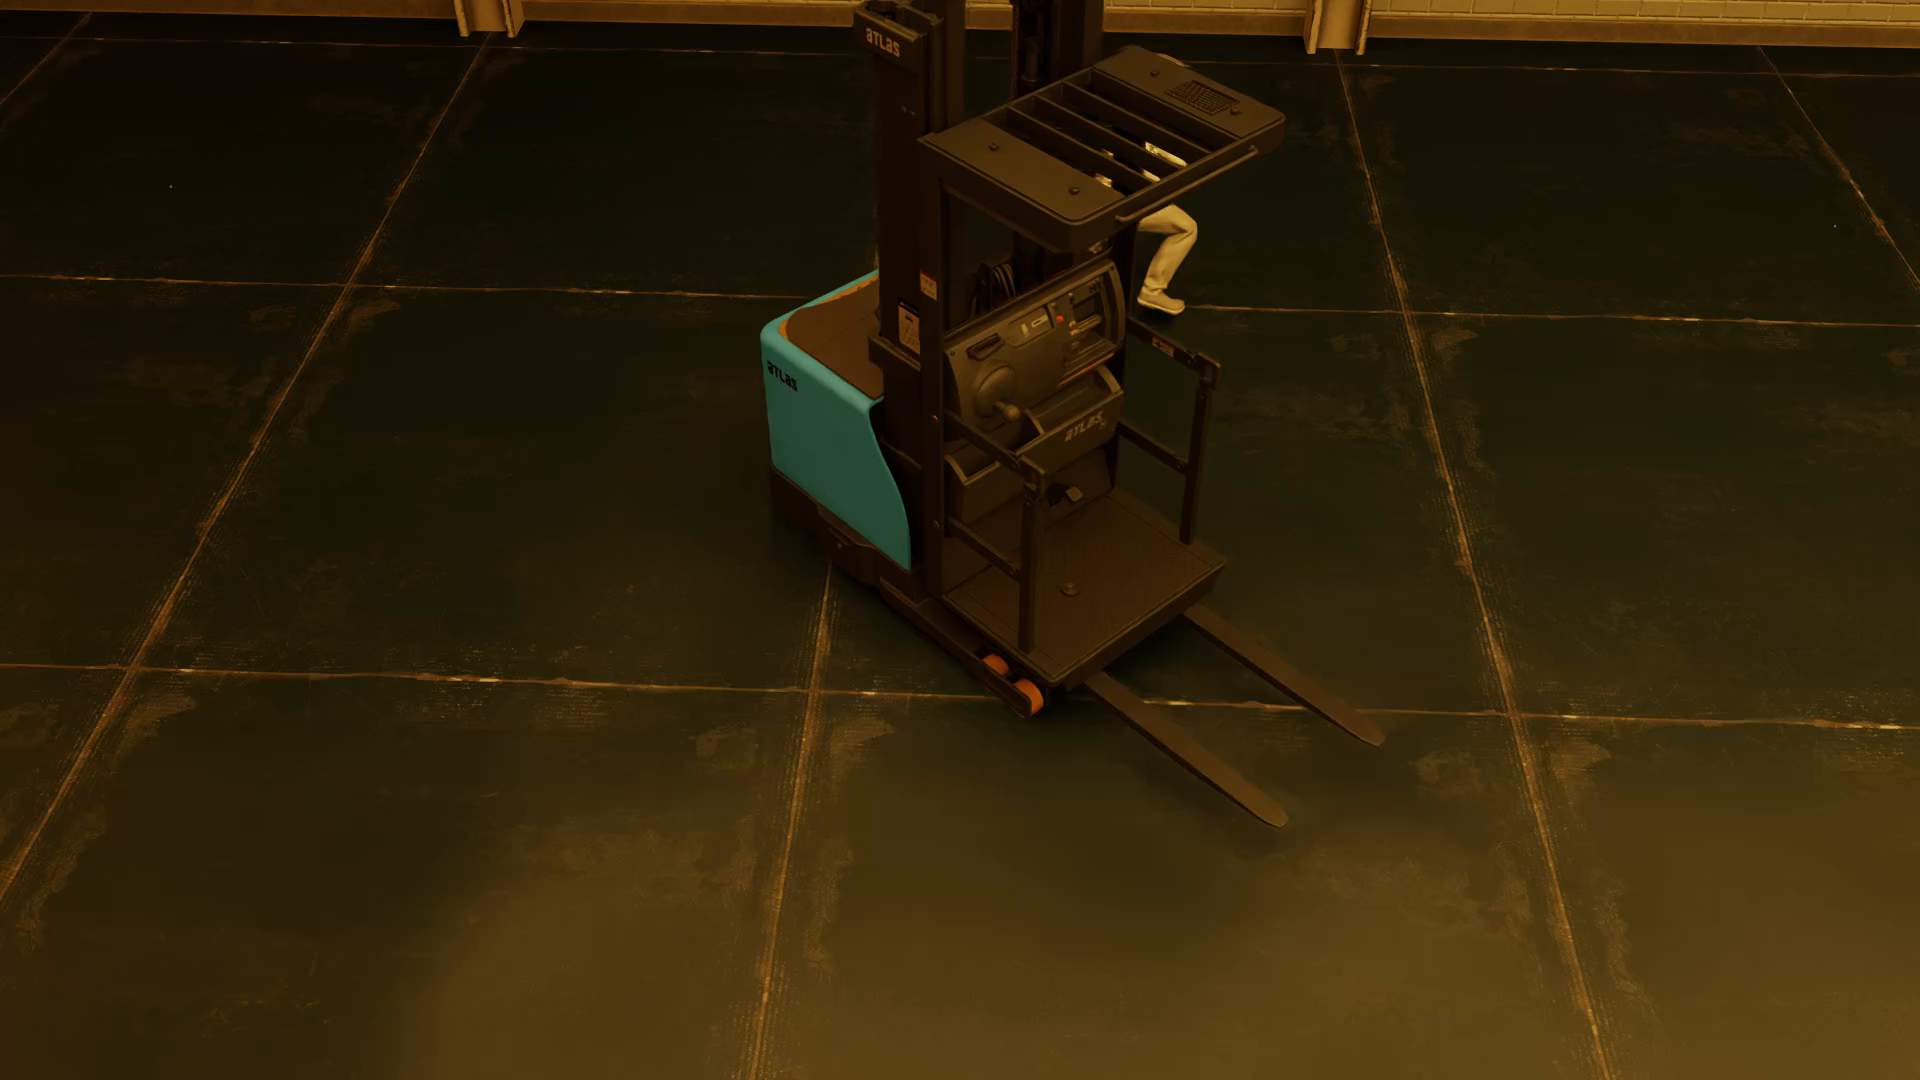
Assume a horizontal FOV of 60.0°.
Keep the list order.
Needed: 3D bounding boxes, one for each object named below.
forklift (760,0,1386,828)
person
[{"bbox_3d":[0.458,-0.719,6.530,1.130,2.935,3.031,-31,51,-30],"label":"forklift"},{"bbox_3d":[1.006,-1.949,9.037,0.716,1.465,0.850,-8,43,-9],"label":"person"}]
